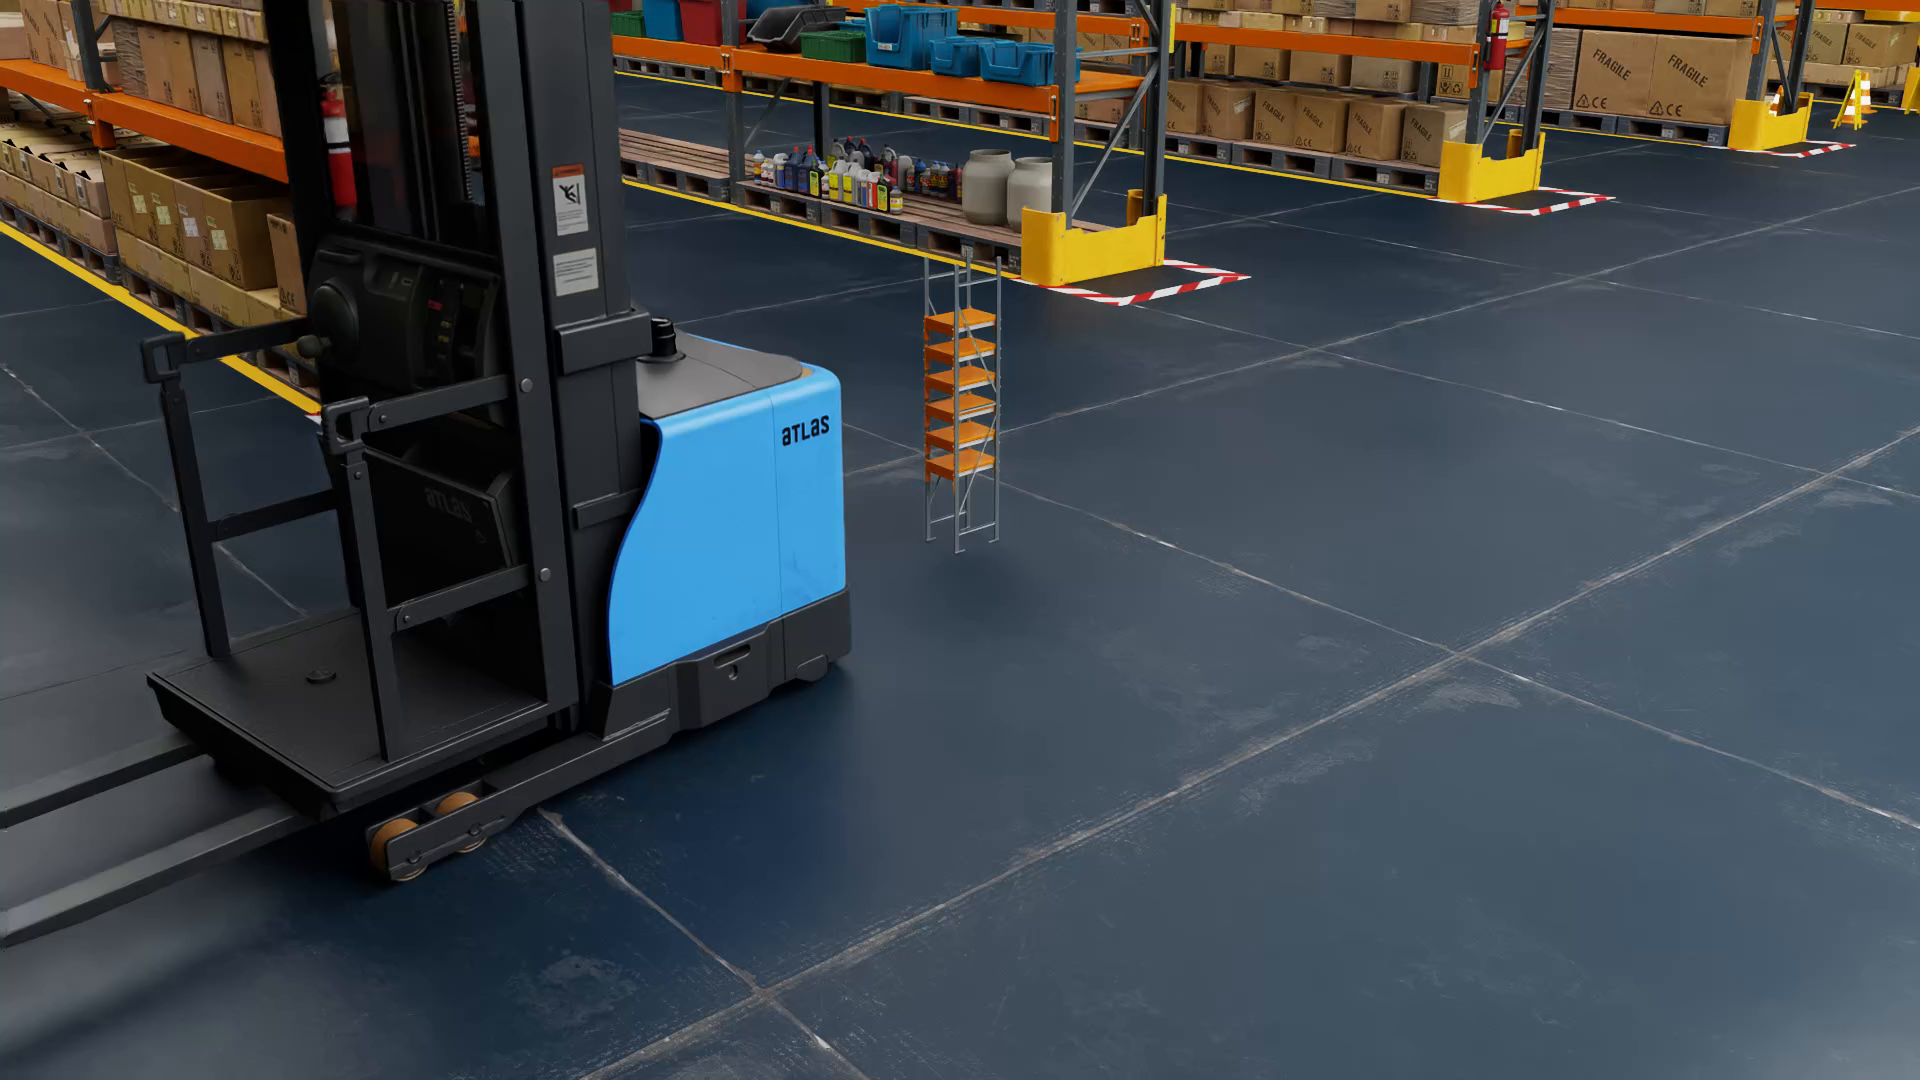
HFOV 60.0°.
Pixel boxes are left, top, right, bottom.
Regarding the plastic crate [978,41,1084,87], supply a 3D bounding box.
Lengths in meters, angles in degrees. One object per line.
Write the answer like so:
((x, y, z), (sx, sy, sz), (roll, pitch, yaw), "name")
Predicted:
((0.487, -3.304, 11.512), (0.499, 0.251, 0.616), (-17, 27, -37), "plastic crate")

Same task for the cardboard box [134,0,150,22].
((-4.791, -3.250, 10.141), (0.380, 0.149, 0.250), (-18, 28, -38), "cardboard box")

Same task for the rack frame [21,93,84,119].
((-7.936, -4.339, 13.949), (1.000, 3.000, 0.127), (-17, 27, -37), "rack frame")

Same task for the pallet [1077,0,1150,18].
((1.793, -5.747, 17.808), (1.003, 0.211, 1.213), (-17, 27, -37), "pallet")

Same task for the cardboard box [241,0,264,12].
((-3.391, -3.070, 8.793), (0.700, 0.500, 0.500), (-18, 28, -39), "cardboard box")

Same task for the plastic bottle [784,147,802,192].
((-1.358, -3.061, 13.716), (0.144, 0.351, 0.185), (-17, 27, -36), "plastic bottle")

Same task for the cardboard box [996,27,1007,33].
((0.789, -8.137, 26.571), (0.380, 0.149, 0.250), (-16, 26, -35), "cardboard box")

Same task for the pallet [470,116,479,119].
((-5.520, -4.763, 18.856), (1.003, 0.211, 1.213), (-17, 27, -37), "pallet")

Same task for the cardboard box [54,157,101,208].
((-6.151, -2.596, 11.924), (0.500, 0.311, 0.500), (-17, 27, -36), "cardboard box")

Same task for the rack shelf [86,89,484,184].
((-4.020, -2.346, 9.847), (1.077, 0.370, 4.000), (-17, 27, -37), "rack shelf")

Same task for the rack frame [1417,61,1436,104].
((6.006, -6.744, 20.089), (1.000, 3.000, 0.127), (-17, 27, -37), "rack frame")

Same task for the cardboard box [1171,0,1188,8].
((2.429, -5.637, 16.718), (0.875, 0.500, 0.500), (-17, 27, -37), "cardboard box")

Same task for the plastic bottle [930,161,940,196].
((-0.196, -2.939, 13.511), (0.097, 0.271, 0.097), (0, 21, 0), "plastic bottle")

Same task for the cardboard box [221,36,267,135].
((-3.675, -2.590, 9.346), (0.700, 0.500, 0.500), (-17, 27, -37), "cardboard box")

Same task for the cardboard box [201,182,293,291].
((-3.953, -1.743, 9.488), (0.500, 0.500, 0.500), (-17, 27, -37), "cardboard box")

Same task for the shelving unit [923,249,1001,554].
((0.009, -0.555, 6.755), (0.258, 1.200, 0.189), (-17, 27, -37), "shelving unit")

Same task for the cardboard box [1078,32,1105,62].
((2.073, -7.287, 24.327), (0.500, 0.500, 0.500), (-19, 28, -40), "cardboard box")

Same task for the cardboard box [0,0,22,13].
((-8.433, -4.728, 14.230), (0.500, 0.500, 0.700), (12, 24, 28), "cardboard box")

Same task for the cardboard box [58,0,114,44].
((-6.158, -3.642, 12.032), (0.500, 0.500, 0.500), (-15, 26, -34), "cardboard box")

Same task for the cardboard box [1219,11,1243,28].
((2.734, -5.063, 16.141), (0.380, 0.149, 0.250), (-17, 27, -37), "cardboard box")

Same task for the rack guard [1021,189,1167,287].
((0.956, -2.153, 11.794), (1.175, 0.500, 0.348), (-17, 27, -37), "rack guard")

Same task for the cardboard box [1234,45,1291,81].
((4.297, -6.566, 22.145), (1.050, 0.750, 0.750), (-17, 27, -37), "cardboard box")

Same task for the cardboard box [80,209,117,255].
((-5.815, -2.194, 11.668), (0.500, 0.250, 0.500), (-18, 28, -38), "cardboard box")

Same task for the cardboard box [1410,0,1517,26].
((4.455, -4.829, 14.656), (0.875, 0.500, 0.500), (-17, 27, -37), "cardboard box")

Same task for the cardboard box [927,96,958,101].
((0.024, -5.557, 19.882), (0.700, 0.500, 0.500), (-19, 28, -40), "cardboard box")

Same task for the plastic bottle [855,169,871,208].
((-0.724, -2.761, 13.051), (0.152, 0.276, 0.135), (-18, 28, -39), "plastic bottle")

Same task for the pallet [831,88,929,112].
((-0.886, -5.633, 21.078), (1.003, 0.211, 1.213), (-17, 27, -37), "pallet")

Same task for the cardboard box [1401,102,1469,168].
((4.398, -3.694, 15.154), (0.500, 0.500, 0.500), (-12, 24, -28), "cardboard box")

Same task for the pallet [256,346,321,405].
((-3.245, -1.032, 9.328), (1.003, 0.211, 1.213), (-17, 27, -37), "pallet")

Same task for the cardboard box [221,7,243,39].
((-3.781, -2.822, 9.051), (0.380, 0.149, 0.250), (-16, 27, -36), "cardboard box")

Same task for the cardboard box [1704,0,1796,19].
((8.340, -5.800, 17.474), (0.875, 0.550, 0.550), (-17, 27, -37), "cardboard box")

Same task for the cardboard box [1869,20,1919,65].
((11.968, -6.404, 21.389), (0.500, 0.500, 0.500), (-19, 28, -39), "cardboard box")

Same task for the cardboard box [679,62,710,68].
((-3.410, -7.209, 23.614), (0.875, 0.875, 0.875), (-17, 27, -37), "cardboard box")

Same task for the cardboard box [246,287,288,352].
((-3.623, -1.257, 9.274), (0.500, 0.250, 0.500), (-17, 27, -37), "cardboard box")

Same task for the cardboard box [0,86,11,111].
((-8.764, -3.946, 14.742), (0.500, 0.250, 0.500), (-16, 27, -35), "cardboard box")

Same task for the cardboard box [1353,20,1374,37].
((3.802, -4.676, 15.154), (0.380, 0.149, 0.250), (-17, 27, -37), "cardboard box")

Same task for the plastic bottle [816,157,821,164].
((-1.172, -3.013, 13.702), (0.097, 0.271, 0.097), (0, 21, 0), "plastic bottle")

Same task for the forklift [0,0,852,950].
((-1.728, -0.633, 4.582), (1.130, 2.935, 3.031), (18, 27, 38), "forklift")

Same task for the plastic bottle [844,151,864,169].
((-0.902, -3.144, 14.029), (0.152, 0.276, 0.135), (-17, 27, -37), "plastic bottle")

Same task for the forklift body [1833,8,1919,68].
((13.439, -7.722, 23.750), (2.313, 2.155, 1.214), (-17, 27, -37), "forklift body")

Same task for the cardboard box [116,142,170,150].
((-6.068, -2.866, 12.613), (0.500, 0.311, 0.500), (-19, 28, -39), "cardboard box")

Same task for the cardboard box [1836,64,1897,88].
((11.553, -5.926, 21.196), (0.500, 0.250, 0.500), (-18, 27, -38), "cardboard box")

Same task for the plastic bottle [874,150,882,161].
((-0.668, -3.154, 14.046), (0.061, 0.283, 0.133), (-15, 26, -34), "plastic bottle")

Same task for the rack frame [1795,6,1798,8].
((13.448, -9.133, 26.188), (1.000, 3.000, 0.127), (-17, 27, -37), "rack frame")

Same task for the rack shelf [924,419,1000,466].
((0.009, -0.402, 6.815), (0.258, 0.103, 0.180), (-17, 27, -37), "rack shelf")

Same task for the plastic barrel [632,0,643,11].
((-3.073, -5.219, 16.043), (0.421, 0.512, 0.421), (0, 21, 0), "plastic barrel")

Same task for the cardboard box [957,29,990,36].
((0.031, -5.908, 19.752), (0.500, 0.250, 0.500), (-16, 27, -35), "cardboard box")

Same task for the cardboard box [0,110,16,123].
((-8.724, -3.582, 14.841), (0.500, 0.500, 0.500), (-16, 27, -35), "cardboard box")

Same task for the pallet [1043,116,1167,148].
((1.673, -4.507, 18.202), (1.003, 0.211, 1.213), (-17, 27, -37), "pallet")

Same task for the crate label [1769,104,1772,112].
((9.864, -5.168, 19.991), (0.298, 0.136, 0.250), (7, 23, 18), "crate label")

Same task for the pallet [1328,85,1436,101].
((5.445, -5.641, 21.096), (1.003, 0.211, 1.213), (-17, 27, -37), "pallet")
